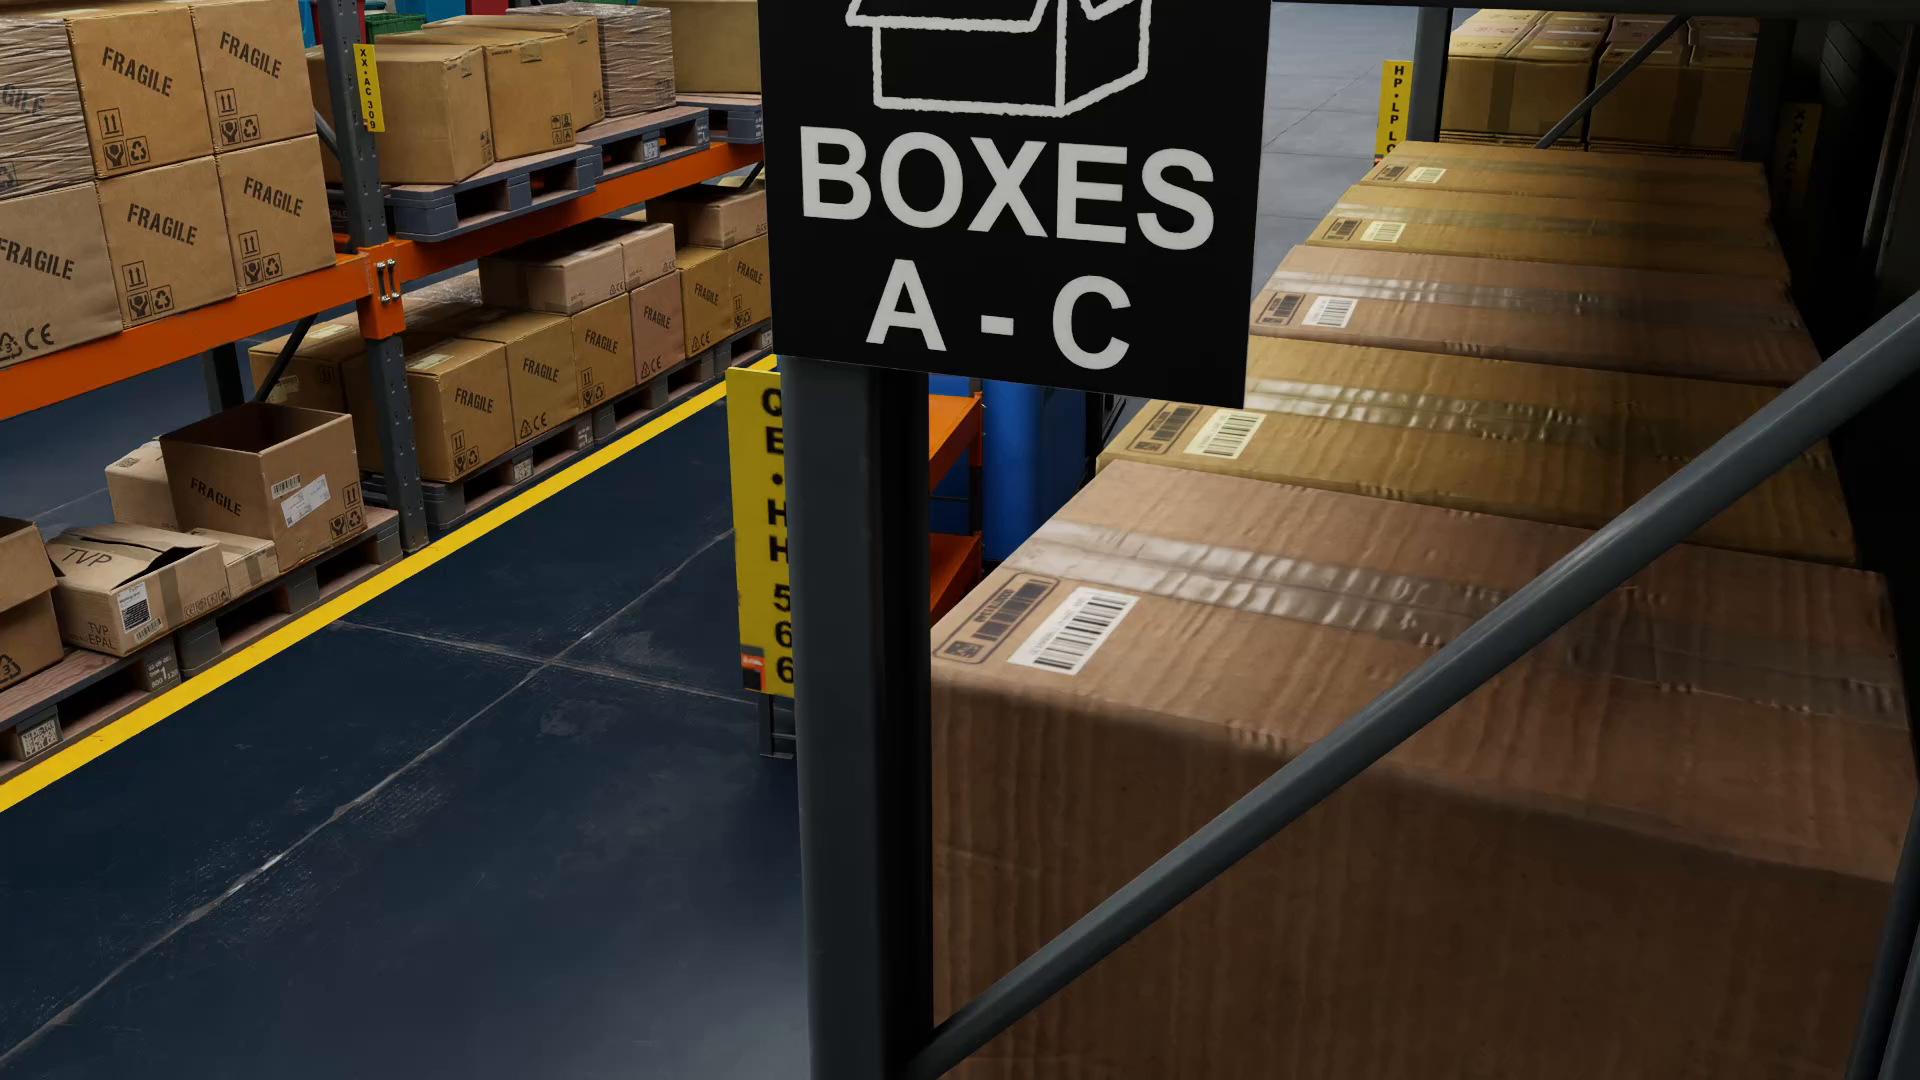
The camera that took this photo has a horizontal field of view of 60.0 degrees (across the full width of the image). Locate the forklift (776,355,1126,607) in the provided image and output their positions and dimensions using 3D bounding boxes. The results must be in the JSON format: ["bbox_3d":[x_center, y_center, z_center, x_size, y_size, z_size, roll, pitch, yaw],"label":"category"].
[{"bbox_3d":[0.155,-1.586,7.245,1.130,2.935,3.031,6,23,13],"label":"forklift"}]

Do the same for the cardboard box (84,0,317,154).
[{"bbox_3d":[-2.728,-1.701,6.004,0.500,0.500,0.500,9,24,20],"label":"cardboard box"}]

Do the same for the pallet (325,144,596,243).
[{"bbox_3d":[-2.383,-1.593,7.422,1.003,0.211,1.213,9,24,20],"label":"pallet"}]

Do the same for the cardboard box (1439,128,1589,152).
[{"bbox_3d":[1.757,-1.098,5.445,0.500,0.500,0.500,8,24,19],"label":"cardboard box"}]

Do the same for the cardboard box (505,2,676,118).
[{"bbox_3d":[-1.941,-2.542,8.768,0.700,0.500,0.500,14,26,30],"label":"cardboard box"}]

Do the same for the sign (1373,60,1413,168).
[{"bbox_3d":[1.312,-1.276,5.013,0.100,0.325,0.005,9,24,20],"label":"sign"}]

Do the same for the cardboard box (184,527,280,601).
[{"bbox_3d":[-2.813,0.088,6.275,0.380,0.149,0.250,9,24,20],"label":"cardboard box"}]

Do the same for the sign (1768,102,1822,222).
[{"bbox_3d":[2.336,-1.061,4.672,0.100,0.325,0.005,9,24,20],"label":"sign"}]

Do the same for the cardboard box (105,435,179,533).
[{"bbox_3d":[-3.138,-0.255,6.886,0.500,0.311,0.500,9,24,20],"label":"cardboard box"}]

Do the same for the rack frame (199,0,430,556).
[{"bbox_3d":[-2.781,-1.412,6.738,1.000,3.000,0.127,9,24,20],"label":"rack frame"}]

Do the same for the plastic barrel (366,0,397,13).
[{"bbox_3d":[-4.966,-4.737,14.522,0.433,0.535,0.433,0,23,0],"label":"plastic barrel"}]

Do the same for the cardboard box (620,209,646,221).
[{"bbox_3d":[-1.729,-1.771,10.270,0.500,0.500,0.500,10,25,22],"label":"cardboard box"}]

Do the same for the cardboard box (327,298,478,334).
[{"bbox_3d":[-2.672,-0.855,8.077,0.500,0.500,0.500,9,24,20],"label":"cardboard box"}]

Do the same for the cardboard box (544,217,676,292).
[{"bbox_3d":[-1.818,-1.483,8.608,0.500,0.250,0.500,8,24,19],"label":"cardboard box"}]

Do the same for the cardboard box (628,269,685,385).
[{"bbox_3d":[-1.806,-1.151,8.785,0.500,0.500,0.500,8,24,18],"label":"cardboard box"}]

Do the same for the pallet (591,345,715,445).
[{"bbox_3d":[-2.062,-0.860,9.034,1.003,0.211,1.213,9,24,20],"label":"pallet"}]

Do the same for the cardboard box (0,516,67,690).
[{"bbox_3d":[-3.474,0.210,5.523,0.797,0.503,0.637,9,24,20],"label":"cardboard box"}]

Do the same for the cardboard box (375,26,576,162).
[{"bbox_3d":[-2.201,-2.044,7.578,0.700,0.500,0.500,13,26,28],"label":"cardboard box"}]

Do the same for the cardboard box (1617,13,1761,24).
[{"bbox_3d":[2.800,-1.924,6.450,0.500,0.250,0.500,8,24,19],"label":"cardboard box"}]

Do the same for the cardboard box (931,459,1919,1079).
[{"bbox_3d":[0.514,0.405,1.999,0.980,0.700,0.700,10,25,22],"label":"cardboard box"}]

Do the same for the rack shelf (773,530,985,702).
[{"bbox_3d":[-0.292,0.254,5.817,0.538,0.278,1.000,6,23,13],"label":"rack shelf"}]

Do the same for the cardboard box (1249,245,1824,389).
[{"bbox_3d":[1.066,-0.128,3.276,0.980,0.700,0.700,8,24,17],"label":"cardboard box"}]

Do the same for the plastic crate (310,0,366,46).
[{"bbox_3d":[-5.008,-4.118,13.133,0.402,0.464,0.583,9,24,20],"label":"plastic crate"}]

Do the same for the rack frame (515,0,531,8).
[{"bbox_3d":[-4.407,-4.985,15.293,1.000,3.000,0.127,9,24,20],"label":"rack frame"}]

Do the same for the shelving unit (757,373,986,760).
[{"bbox_3d":[-0.292,0.028,5.722,0.538,1.125,1.048,6,23,13],"label":"shelving unit"}]

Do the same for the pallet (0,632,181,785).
[{"bbox_3d":[-3.488,0.559,5.639,1.003,0.211,1.213,9,24,20],"label":"pallet"}]

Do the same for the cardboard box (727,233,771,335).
[{"bbox_3d":[-1.424,-1.524,9.680,0.500,0.500,0.500,10,25,22],"label":"cardboard box"}]

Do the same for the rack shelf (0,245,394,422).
[{"bbox_3d":[-3.524,-0.364,5.163,1.077,0.370,4.000,9,24,20],"label":"rack shelf"}]

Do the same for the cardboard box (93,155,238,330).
[{"bbox_3d":[-2.918,-1.058,5.760,0.500,0.500,0.500,9,24,22],"label":"cardboard box"}]

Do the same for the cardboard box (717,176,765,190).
[{"bbox_3d":[-1.329,-2.250,11.039,0.500,0.311,0.500,9,24,21],"label":"cardboard box"}]

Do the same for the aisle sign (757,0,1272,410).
[{"bbox_3d":[0.029,-0.489,1.156,0.394,0.787,0.004,9,24,20],"label":"aisle sign"}]

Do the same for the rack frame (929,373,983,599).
[{"bbox_3d":[-0.165,-0.161,6.177,0.500,1.125,0.032,6,23,13],"label":"rack frame"}]

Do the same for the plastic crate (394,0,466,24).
[{"bbox_3d":[-4.528,-4.538,14.244,0.392,0.384,0.575,9,24,20],"label":"plastic crate"}]

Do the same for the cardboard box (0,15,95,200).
[{"bbox_3d":[-3.103,-1.337,5.132,0.500,0.500,0.500,9,24,20],"label":"cardboard box"}]

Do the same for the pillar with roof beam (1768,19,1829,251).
[{"bbox_3d":[0.595,-5.861,9.607,9.100,9.000,0.400,9,24,20],"label":"pillar with roof beam"}]

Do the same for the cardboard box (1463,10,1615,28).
[{"bbox_3d":[2.144,-1.810,6.178,0.500,0.250,0.500,9,24,21],"label":"cardboard box"}]

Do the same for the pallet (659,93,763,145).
[{"bbox_3d":[-1.482,-2.502,9.597,1.213,0.211,1.003,9,24,20],"label":"pallet"}]

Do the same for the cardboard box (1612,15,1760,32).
[{"bbox_3d":[2.602,-1.738,6.005,0.500,0.250,0.500,8,24,18],"label":"cardboard box"}]

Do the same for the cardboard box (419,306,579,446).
[{"bbox_3d":[-2.187,-0.792,7.927,0.500,0.500,0.500,9,24,21],"label":"cardboard box"}]

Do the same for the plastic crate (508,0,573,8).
[{"bbox_3d":[-4.094,-5.126,15.709,0.767,0.338,0.504,9,24,20],"label":"plastic crate"}]

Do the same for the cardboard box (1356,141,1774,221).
[{"bbox_3d":[1.603,-0.650,4.526,0.980,0.700,0.700,9,24,21],"label":"cardboard box"}]

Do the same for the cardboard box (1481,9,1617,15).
[{"bbox_3d":[2.333,-1.993,6.615,0.500,0.250,0.500,8,24,19],"label":"cardboard box"}]

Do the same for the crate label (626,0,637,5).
[{"bbox_3d":[-3.353,-5.735,17.043,0.502,0.435,0.616,9,24,20],"label":"crate label"}]

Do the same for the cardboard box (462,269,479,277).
[{"bbox_3d":[-2.299,-1.216,8.942,0.500,0.500,0.500,8,24,18],"label":"cardboard box"}]
